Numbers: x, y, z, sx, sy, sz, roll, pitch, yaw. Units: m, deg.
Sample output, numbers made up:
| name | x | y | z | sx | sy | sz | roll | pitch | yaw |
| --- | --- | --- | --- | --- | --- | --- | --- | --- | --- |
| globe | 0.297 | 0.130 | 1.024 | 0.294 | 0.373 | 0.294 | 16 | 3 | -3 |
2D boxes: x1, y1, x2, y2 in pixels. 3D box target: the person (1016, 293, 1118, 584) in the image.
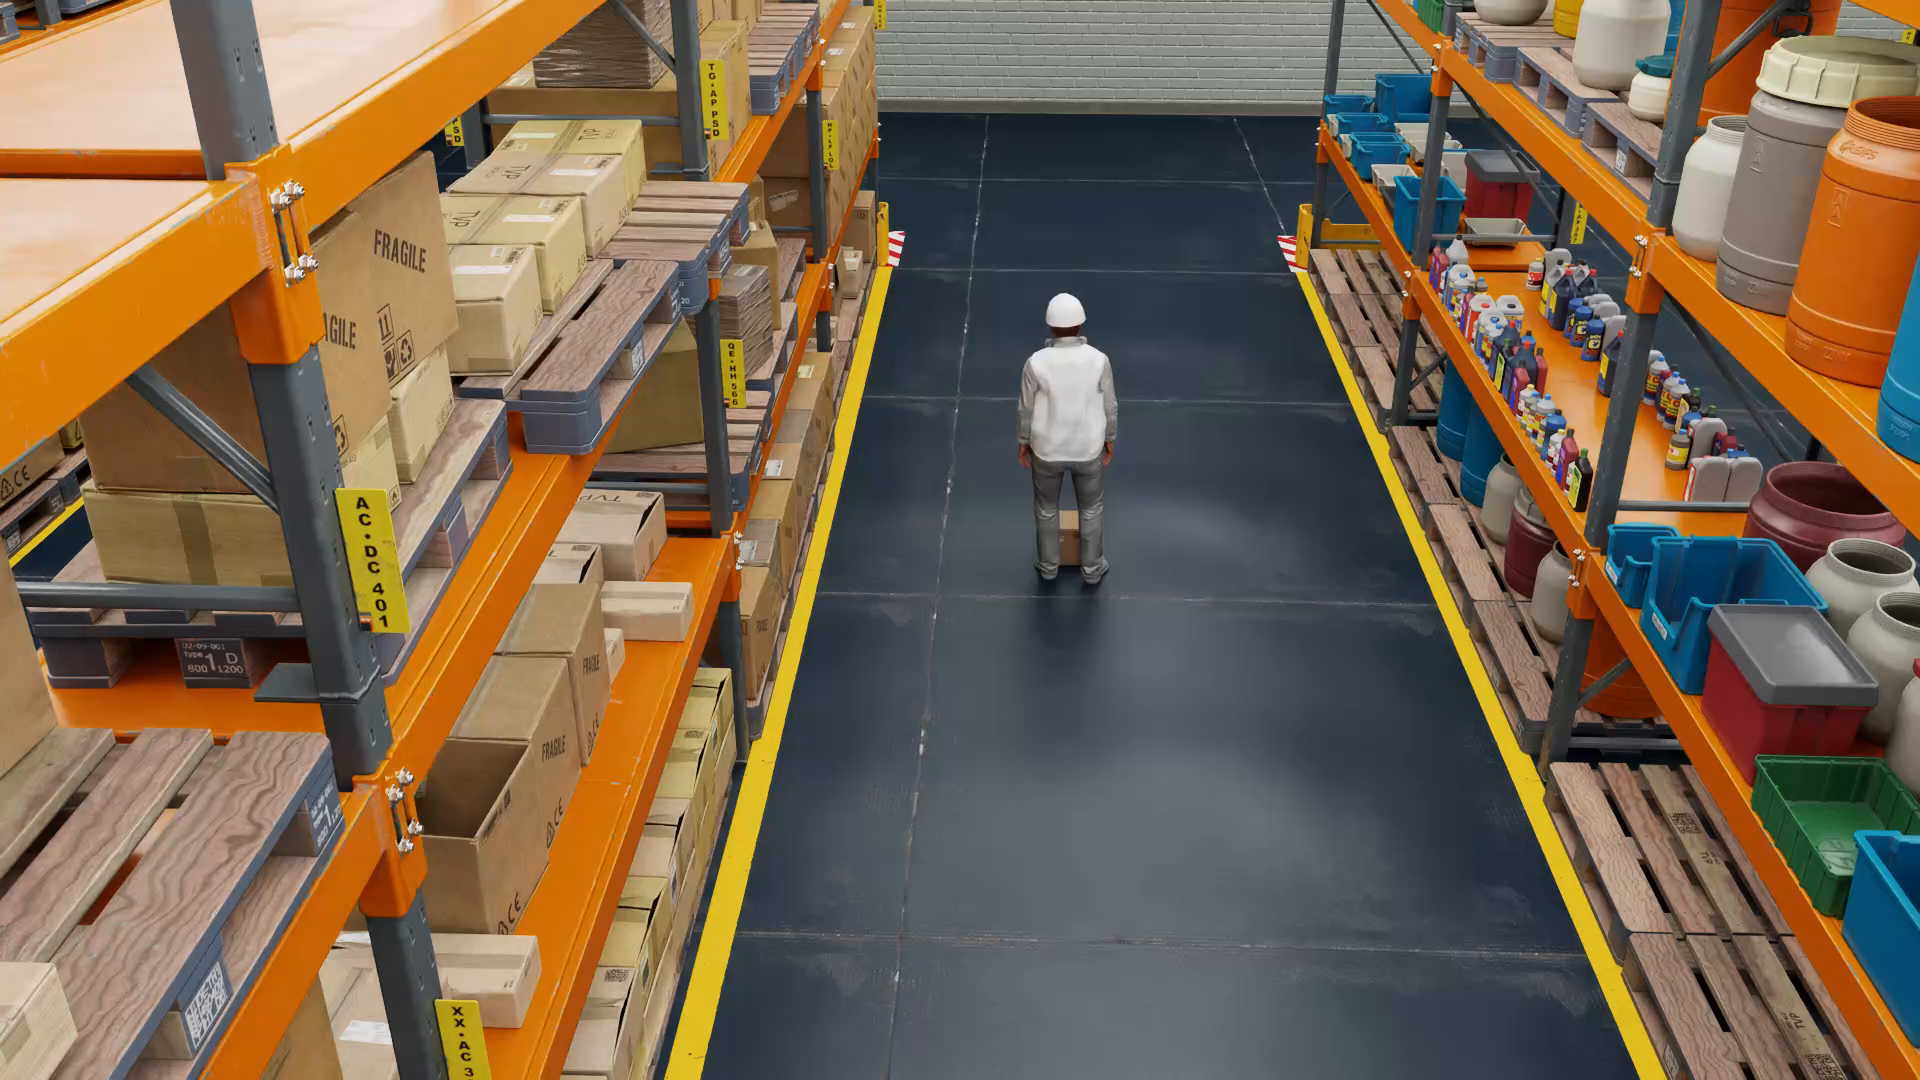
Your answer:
| name | x | y | z | sx | sy | sz | roll | pitch | yaw |
| --- | --- | --- | --- | --- | --- | --- | --- | --- | --- |
| person | 0.618 | -0.566 | 9.667 | 0.586 | 1.770 | 0.476 | -1 | 28 | -1 |
